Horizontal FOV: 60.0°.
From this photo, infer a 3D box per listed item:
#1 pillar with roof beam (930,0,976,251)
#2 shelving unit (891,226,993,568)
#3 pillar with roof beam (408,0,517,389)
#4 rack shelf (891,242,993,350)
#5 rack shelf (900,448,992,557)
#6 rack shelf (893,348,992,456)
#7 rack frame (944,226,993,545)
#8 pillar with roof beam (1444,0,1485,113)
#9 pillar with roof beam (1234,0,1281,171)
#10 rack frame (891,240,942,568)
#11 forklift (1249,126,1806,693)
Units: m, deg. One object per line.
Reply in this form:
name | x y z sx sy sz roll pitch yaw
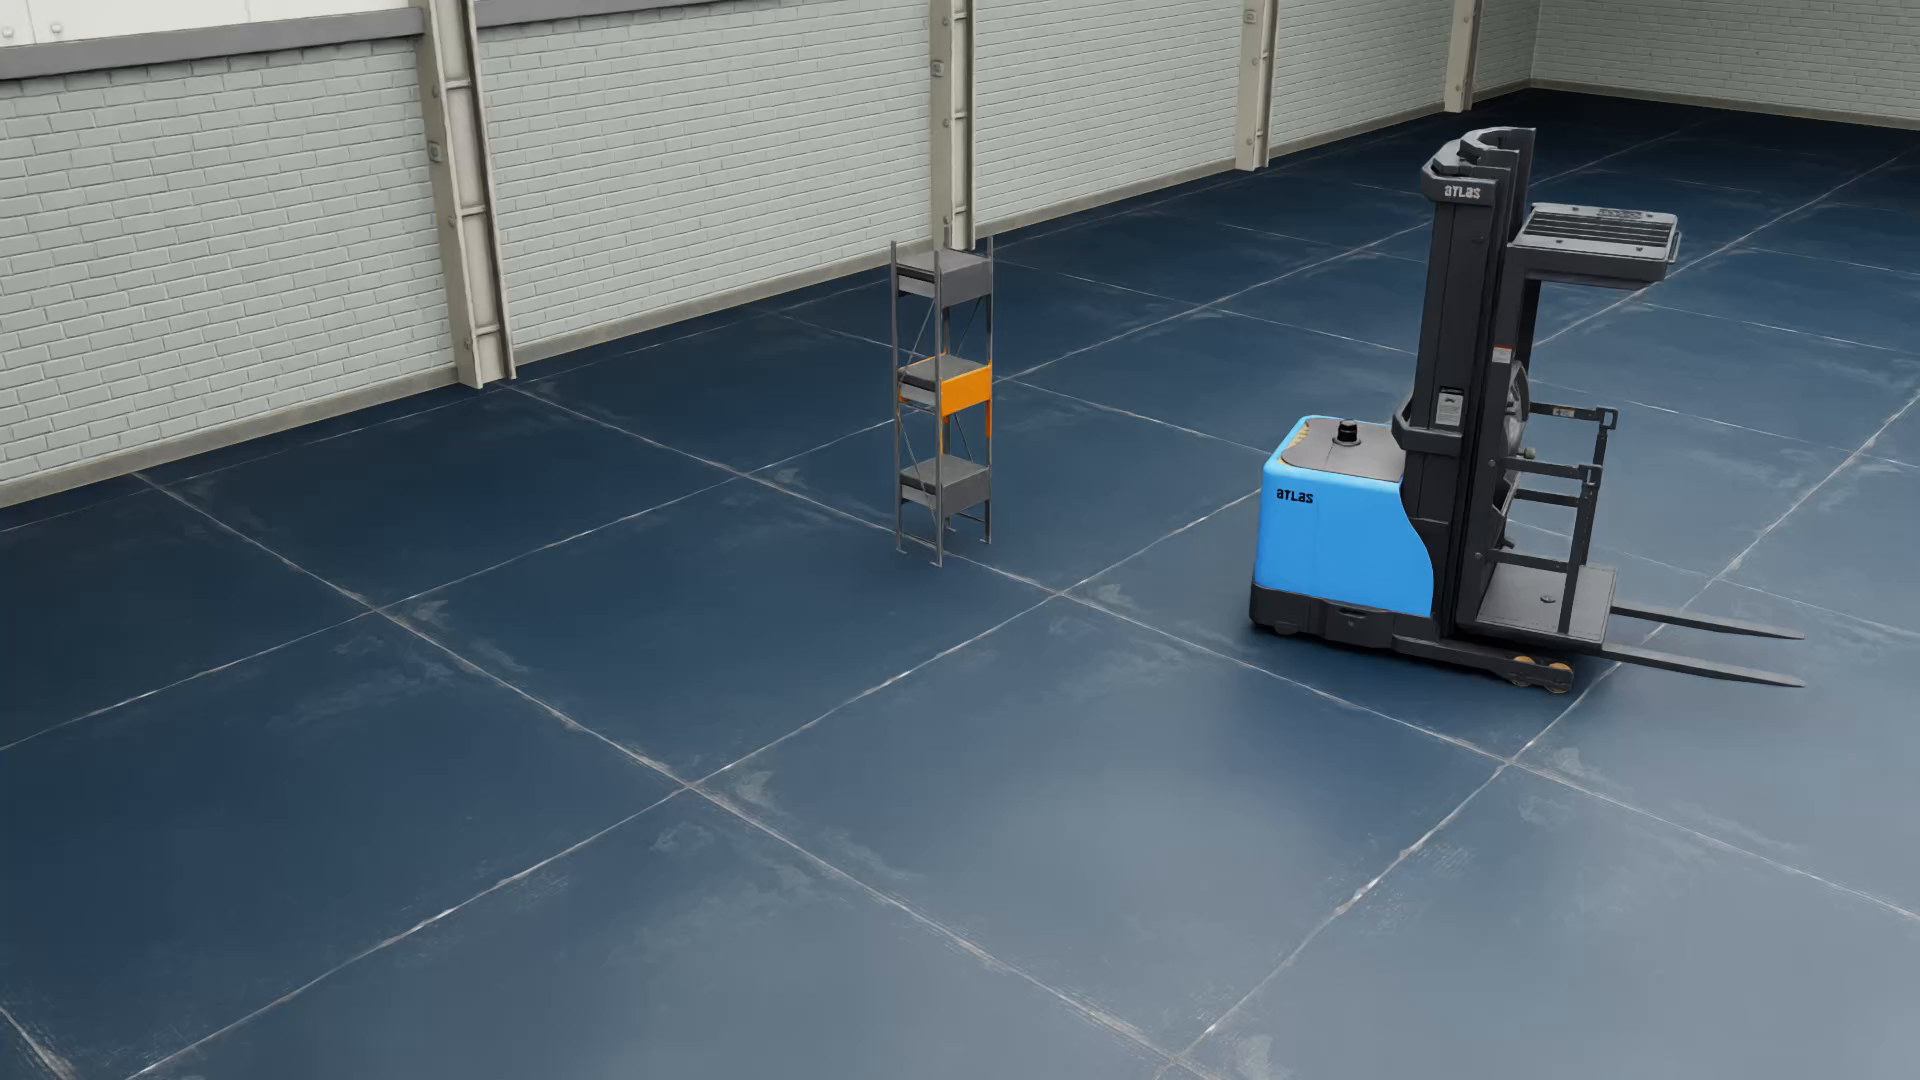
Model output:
pillar with roof beam | 3.133 -6.143 13.951 9.100 9.000 0.400 20 31 38
shelving unit | -0.110 -0.908 10.708 0.431 2.100 0.503 20 31 38
pillar with roof beam | -0.871 -4.315 9.874 9.100 9.000 0.400 20 31 38
rack shelf | -0.110 -1.534 10.427 0.431 0.518 0.480 20 31 38
rack shelf | -0.110 -0.256 11.000 0.431 0.518 0.480 20 31 38
rack shelf | -0.110 -0.895 10.714 0.431 0.518 0.480 20 31 38
rack frame | 0.052 -0.982 10.874 0.400 2.100 0.015 20 31 38
pillar with roof beam | 11.142 -9.799 22.105 9.100 9.000 0.400 20 31 38
pillar with roof beam | 7.137 -7.971 18.028 9.100 9.000 0.400 20 31 38
rack frame | -0.273 -0.833 10.542 0.400 2.100 0.015 20 31 38
forklift | 3.308 -0.725 9.285 3.031 2.935 1.130 10 26 22
